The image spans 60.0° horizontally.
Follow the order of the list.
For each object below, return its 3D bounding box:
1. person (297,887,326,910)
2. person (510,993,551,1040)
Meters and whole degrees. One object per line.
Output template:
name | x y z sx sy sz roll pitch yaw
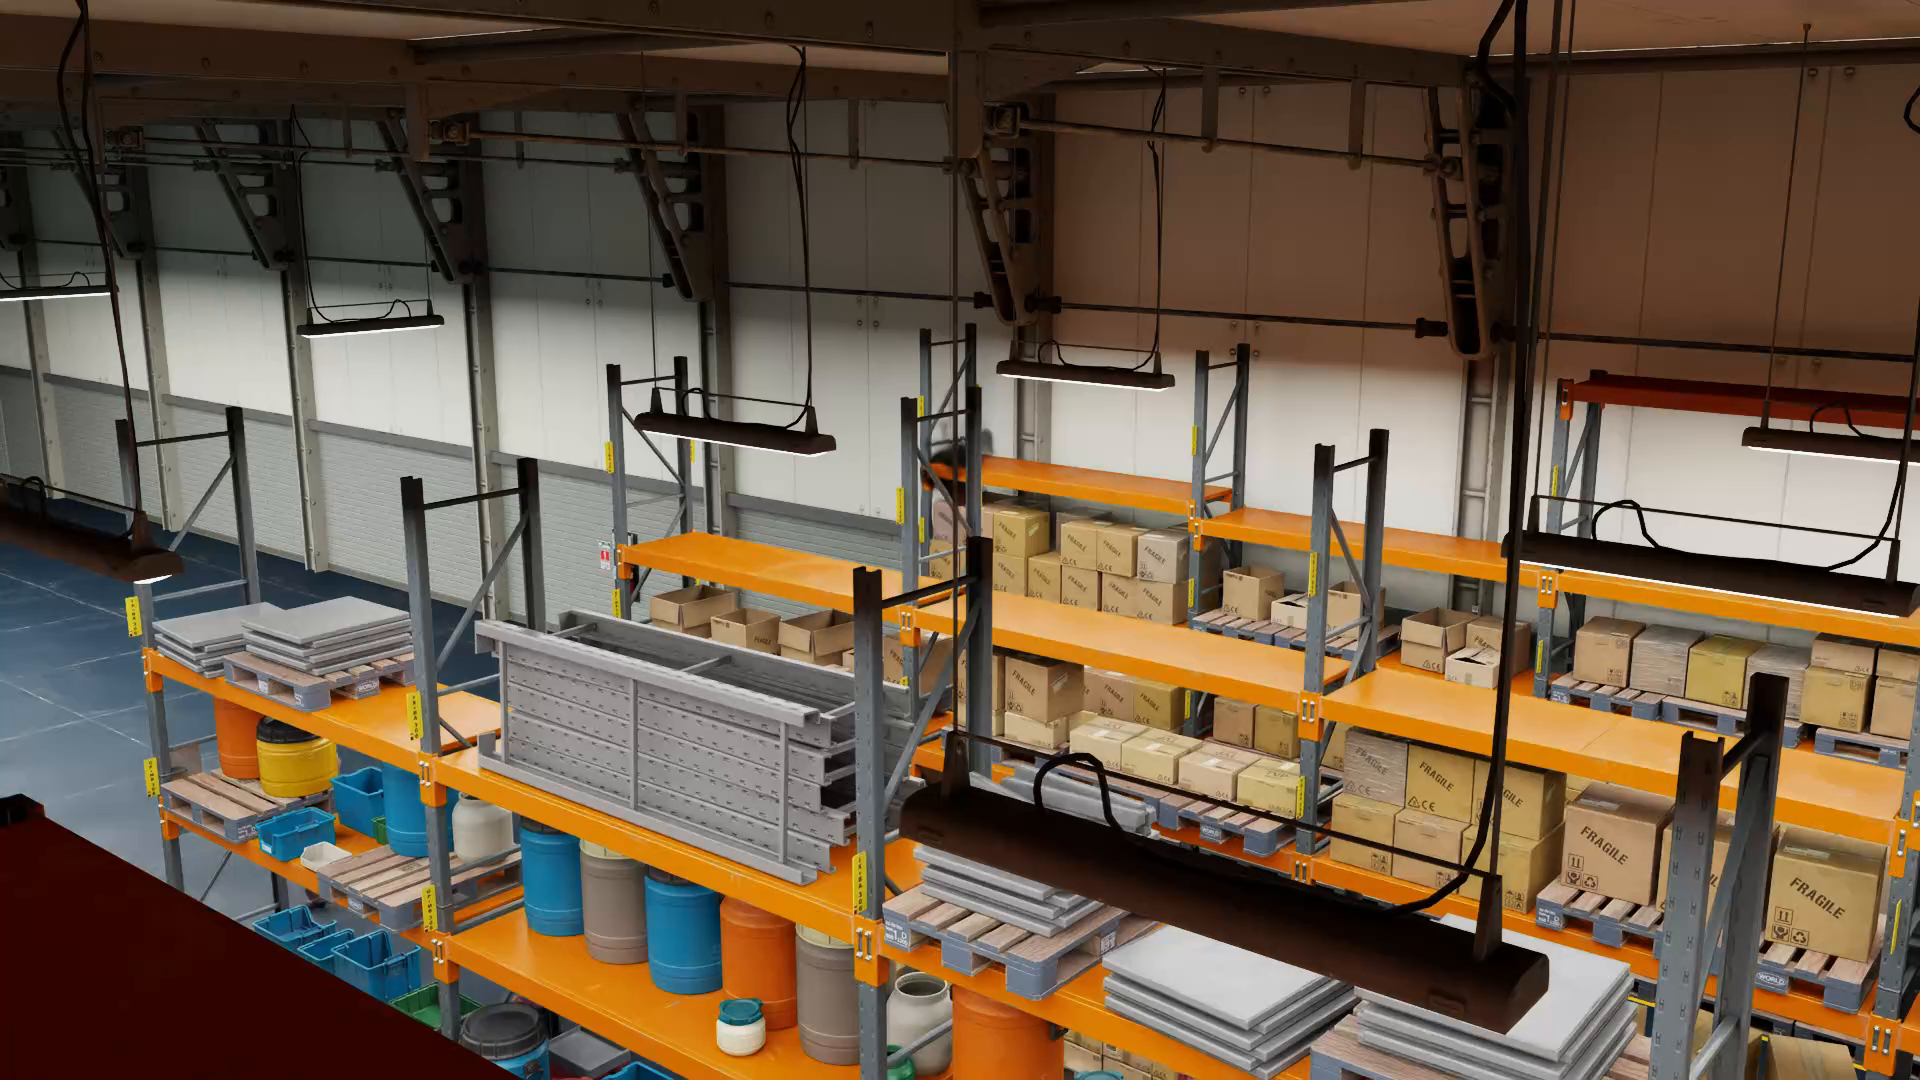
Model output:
person | -7.116 3.228 18.168 0.604 1.673 0.657 -6 14 -25
person | -3.709 4.067 14.578 0.892 1.556 0.541 11 17 40
